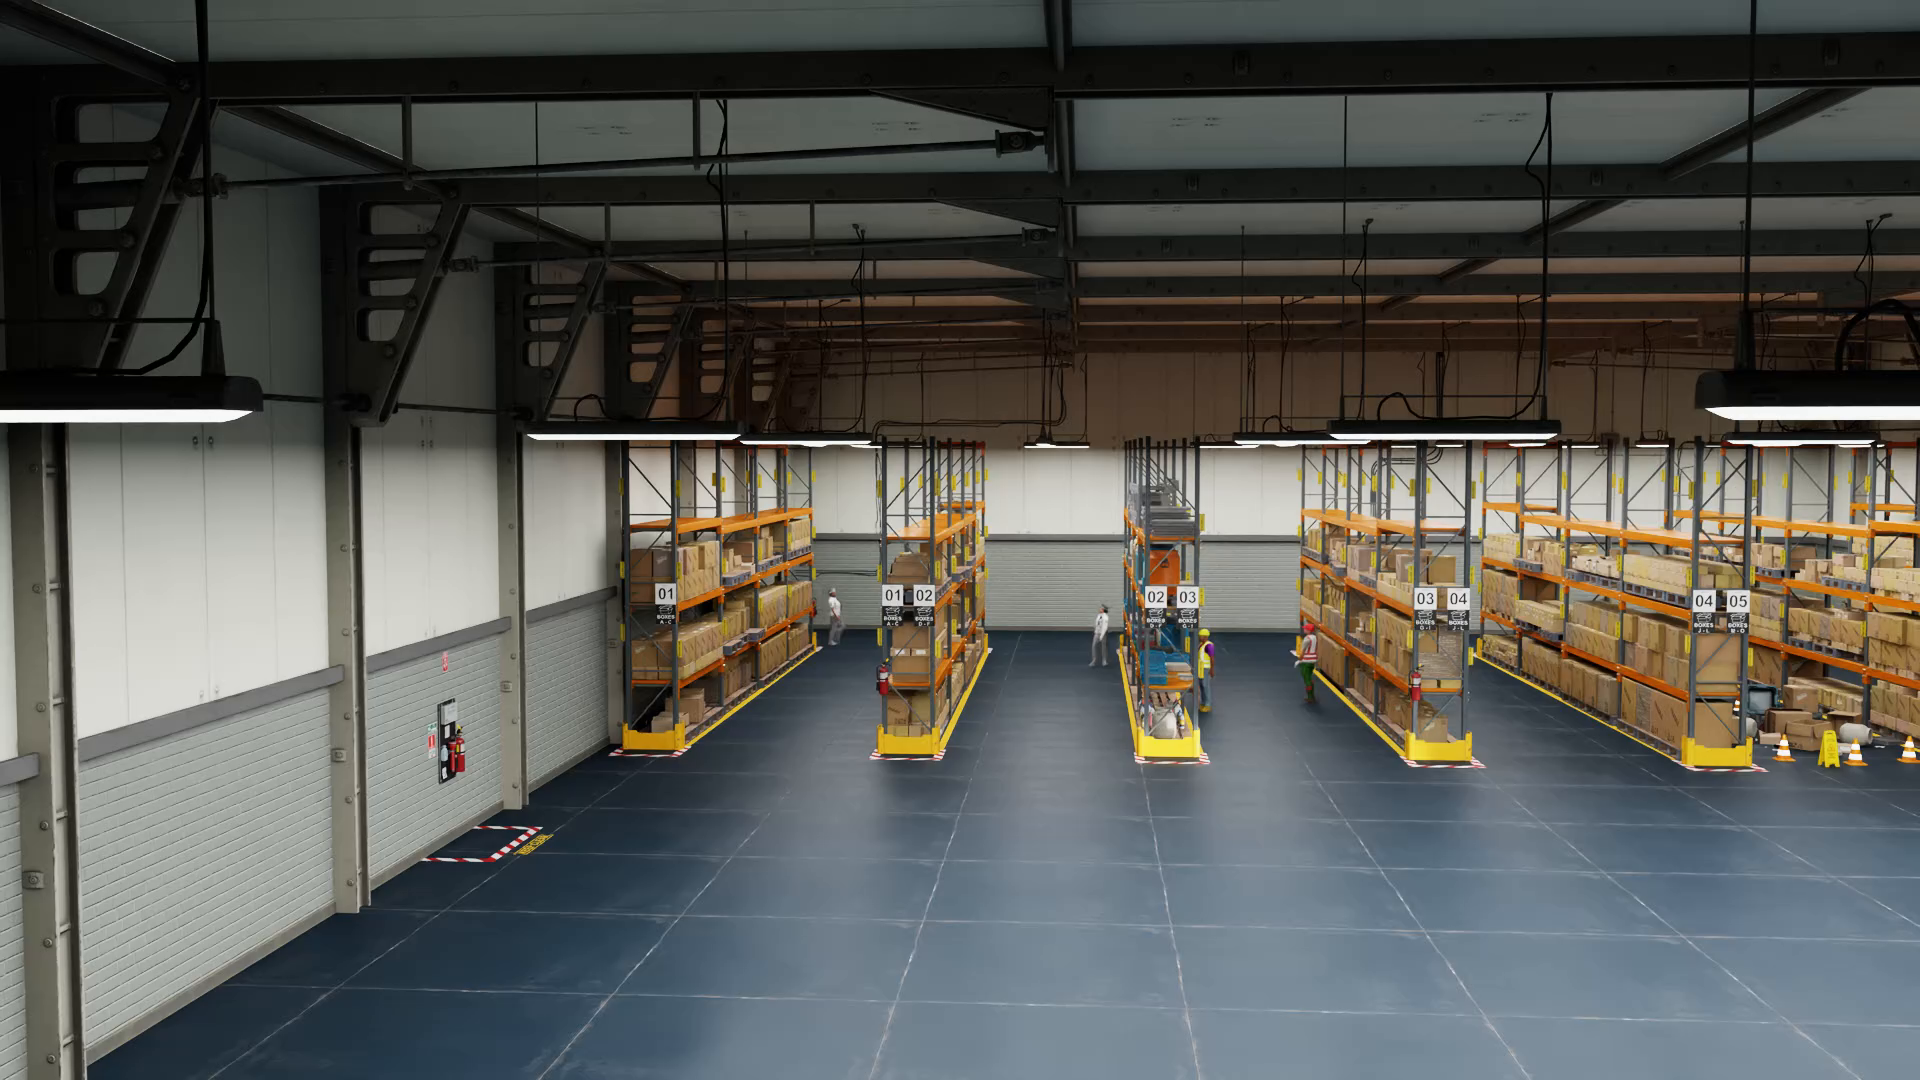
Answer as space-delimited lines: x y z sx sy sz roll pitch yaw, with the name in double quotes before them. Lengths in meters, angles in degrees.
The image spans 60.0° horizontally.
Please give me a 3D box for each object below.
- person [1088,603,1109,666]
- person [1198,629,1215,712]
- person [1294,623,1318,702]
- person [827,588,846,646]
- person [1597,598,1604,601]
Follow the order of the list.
"person" 3.749 2.521 44.313 0.511 1.690 0.522 3 4 42
"person" 5.378 2.871 36.803 0.448 1.784 0.665 -1 3 -17
"person" 7.907 2.806 37.922 0.580 1.831 0.468 -2 4 -33
"person" -3.657 2.266 48.883 0.521 1.712 0.472 1 3 11
"person" 17.488 2.424 45.555 0.683 1.679 0.972 -2 4 -34
